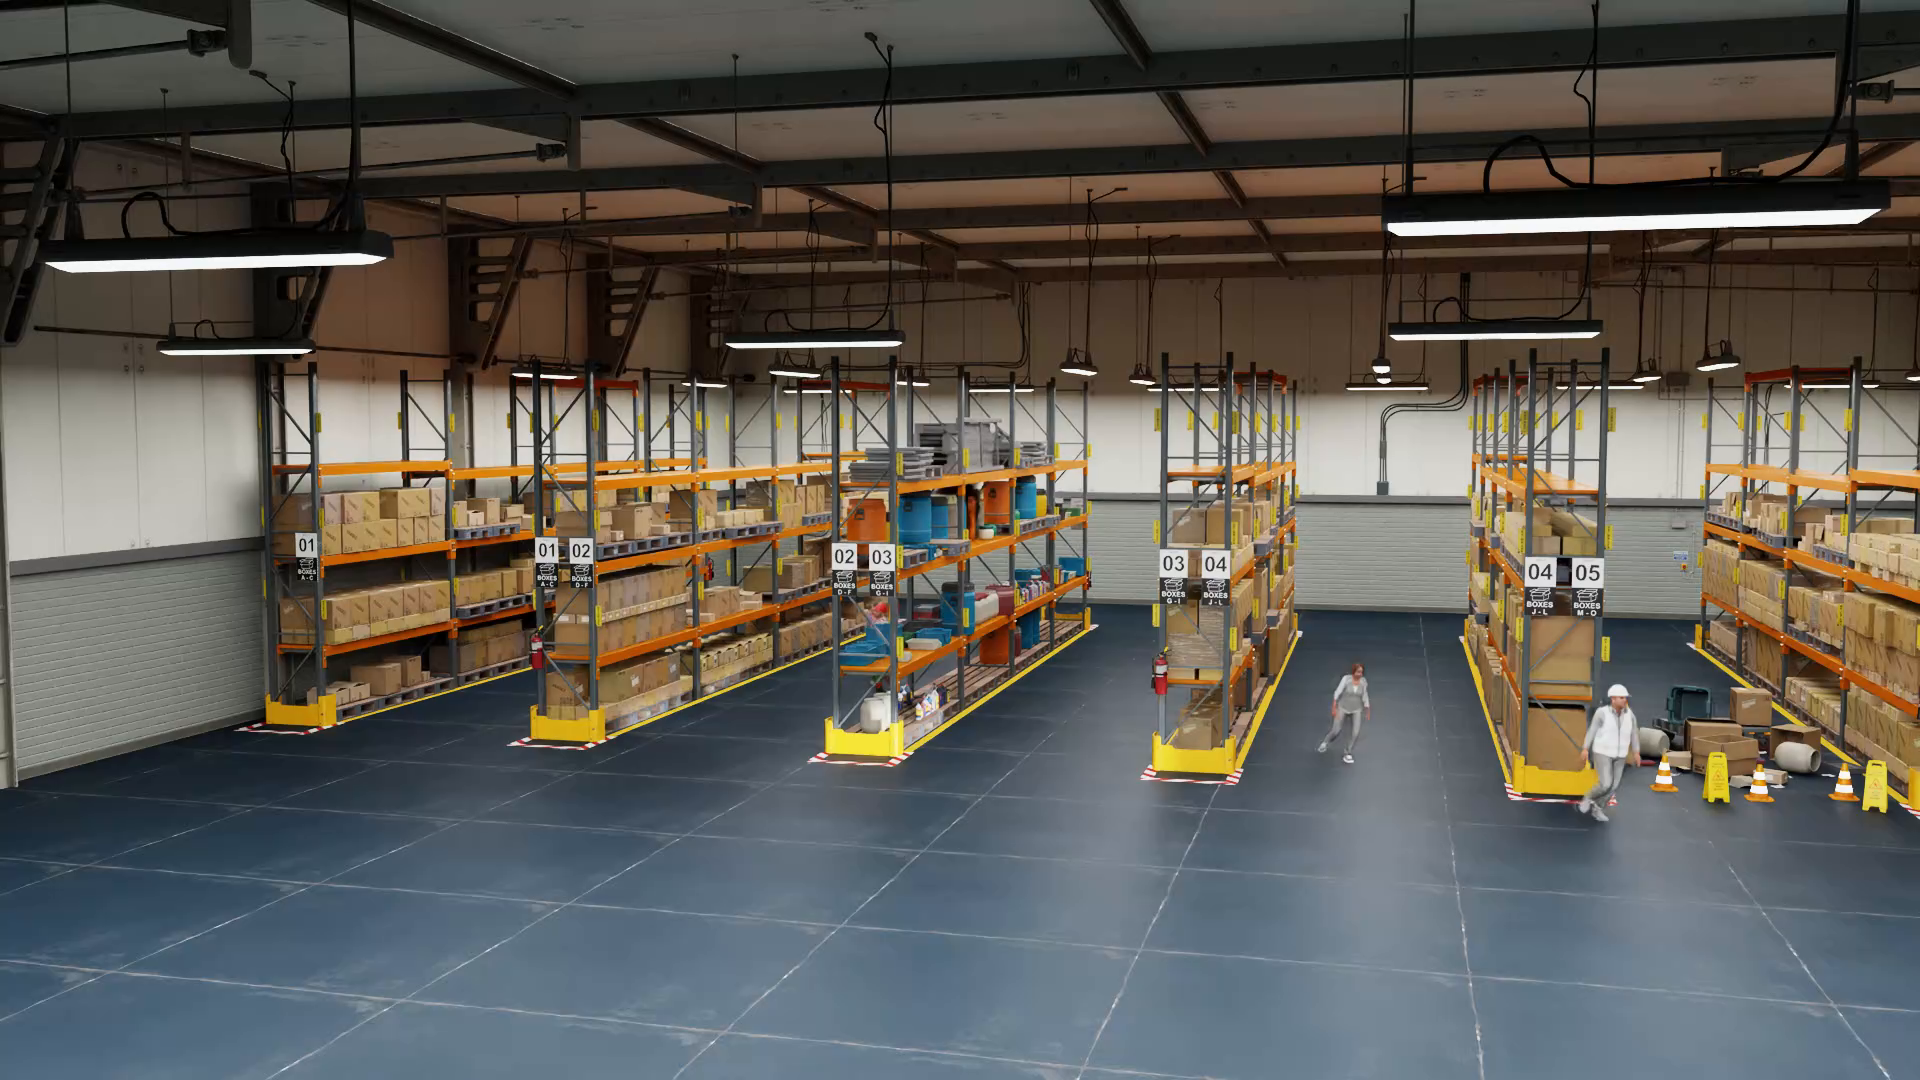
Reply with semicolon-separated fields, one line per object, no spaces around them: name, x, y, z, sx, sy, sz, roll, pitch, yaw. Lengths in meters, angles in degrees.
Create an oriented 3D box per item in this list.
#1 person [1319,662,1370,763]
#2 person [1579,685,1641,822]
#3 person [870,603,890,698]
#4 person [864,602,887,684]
person;5.685;2.518;24.527;0.665;1.499;0.682;0;4;0
person;8.151;2.670;20.827;0.645;1.752;0.566;-1;4;-12
person;-1.396;2.003;30.009;0.636;1.773;0.763;-1;4;-9
person;-1.610;1.979;32.058;0.533;1.571;0.575;1;4;18
